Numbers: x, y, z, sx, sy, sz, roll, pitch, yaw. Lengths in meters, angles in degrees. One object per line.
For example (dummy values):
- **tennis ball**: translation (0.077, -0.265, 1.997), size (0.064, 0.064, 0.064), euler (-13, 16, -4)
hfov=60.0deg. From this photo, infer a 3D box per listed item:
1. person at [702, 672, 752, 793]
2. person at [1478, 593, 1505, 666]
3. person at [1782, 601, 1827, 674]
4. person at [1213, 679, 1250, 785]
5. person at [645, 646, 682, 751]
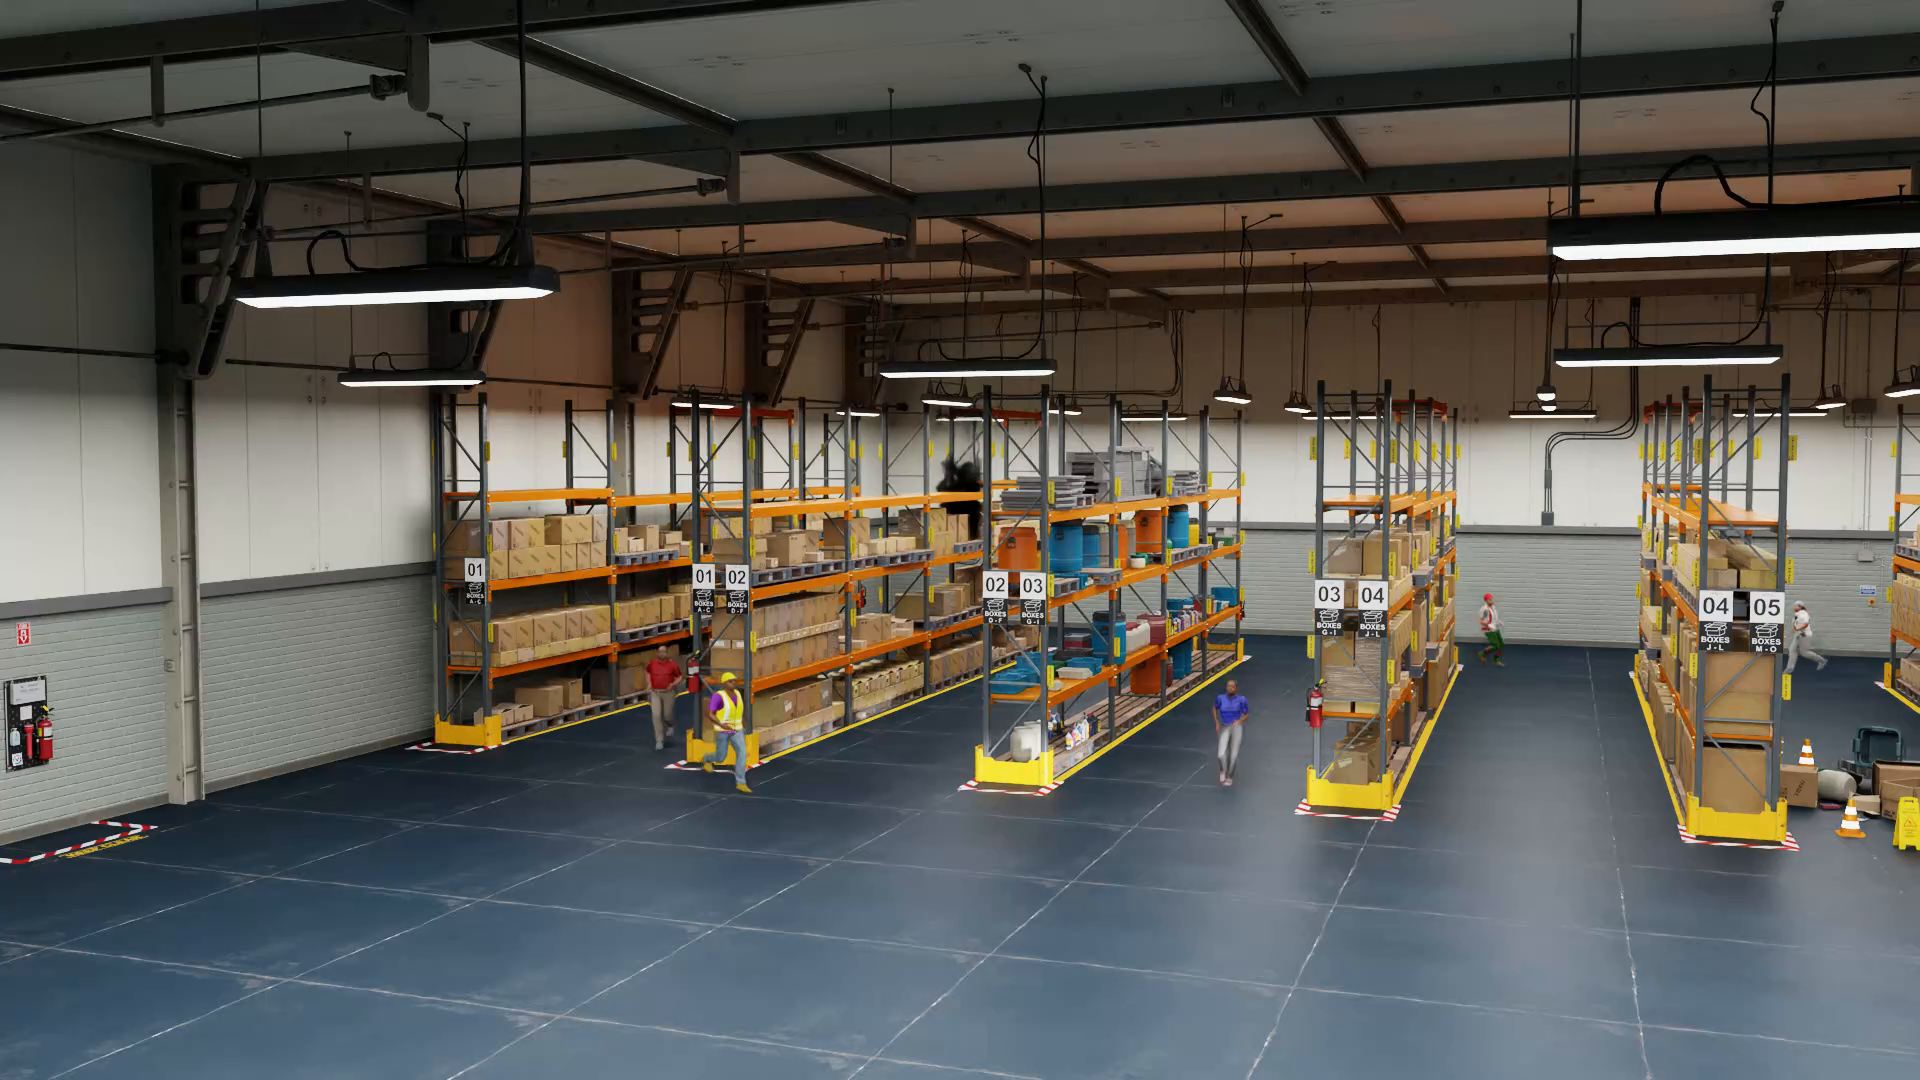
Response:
- **person**: translation (-3.461, 2.837, 24.680), size (0.674, 1.755, 1.070), euler (-3, 4, -40)
- **person**: translation (12.348, 2.099, 38.740), size (0.582, 1.730, 0.707), euler (3, 4, 43)
- **person**: translation (18.953, 2.198, 37.354), size (0.939, 1.666, 0.629), euler (1, 3, 17)
- **person**: translation (4.020, 2.876, 24.779), size (0.563, 1.596, 0.612), euler (1, 3, 16)
- **person**: translation (-5.045, 2.652, 28.235), size (0.659, 1.729, 0.889), euler (0, 3, 0)
